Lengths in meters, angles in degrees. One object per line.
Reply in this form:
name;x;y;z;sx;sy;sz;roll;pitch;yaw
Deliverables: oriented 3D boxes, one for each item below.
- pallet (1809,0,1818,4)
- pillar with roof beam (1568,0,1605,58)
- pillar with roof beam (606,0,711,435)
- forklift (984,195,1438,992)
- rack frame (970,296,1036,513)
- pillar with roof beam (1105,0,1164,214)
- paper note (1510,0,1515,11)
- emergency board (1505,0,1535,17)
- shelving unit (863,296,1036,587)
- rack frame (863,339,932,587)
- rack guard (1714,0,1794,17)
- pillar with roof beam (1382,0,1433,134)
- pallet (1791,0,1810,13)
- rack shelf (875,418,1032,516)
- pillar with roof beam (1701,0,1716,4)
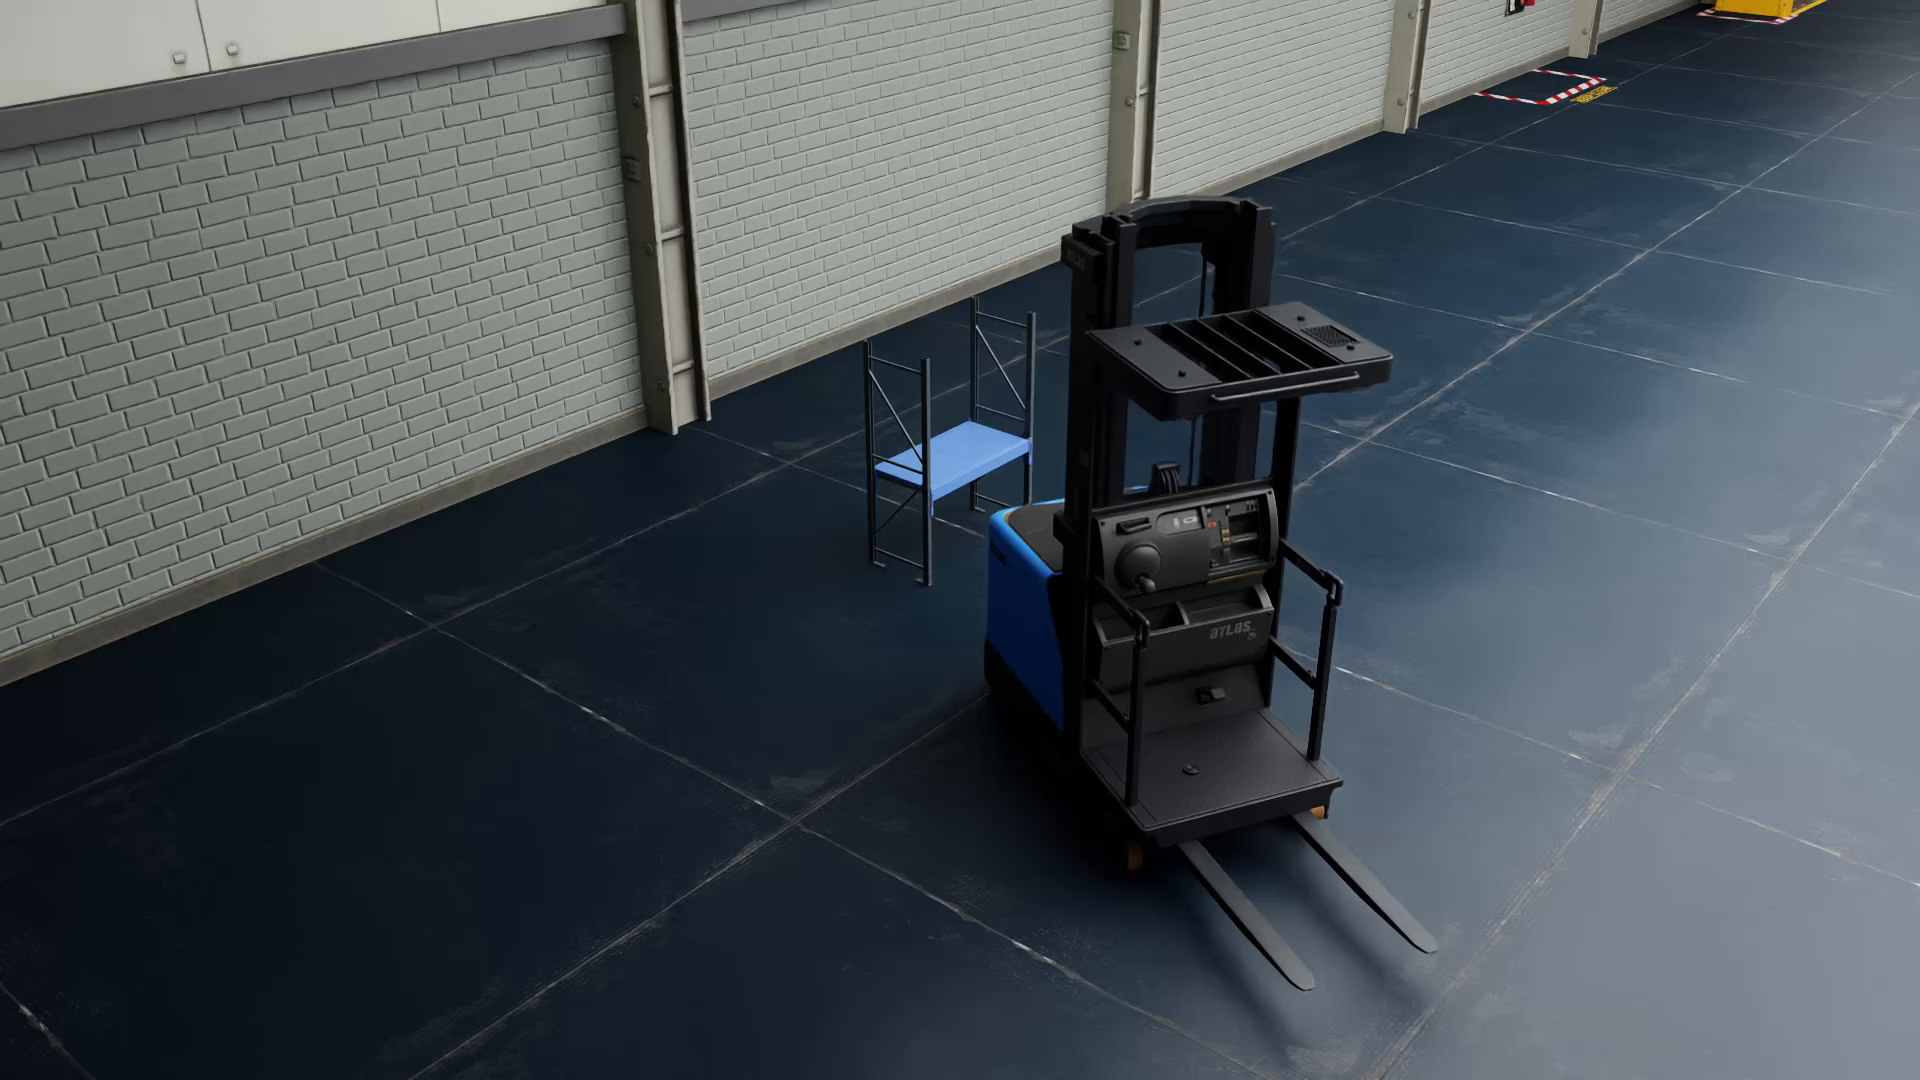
pallet;14.724;-9.733;29.465;1.003;0.211;1.213;21;34;34
pillar with roof beam;12.638;-10.016;20.449;9.100;9.000;0.400;21;34;34
pillar with roof beam;1.189;-3.634;8.113;9.100;9.000;0.400;21;34;34
forklift;1.153;0.044;7.608;1.130;2.935;3.031;-10;29;-19
rack frame;0.269;-0.816;10.827;0.500;1.500;0.032;21;34;34
pillar with roof beam;5.005;-5.761;12.225;9.100;9.000;0.400;21;34;34
paper note;7.549;-7.311;22.708;0.016;0.148;0.142;21;34;34
emergency board;7.715;-7.744;22.588;0.194;1.169;0.643;21;34;34
shelving unit;-0.054;-0.636;10.479;0.538;1.500;1.048;21;34;34
rack frame;-0.378;-0.456;10.130;0.500;1.500;0.032;21;34;34
rack guard;13.403;-9.152;28.030;1.175;0.500;0.348;21;34;34
pillar with roof beam;8.822;-7.889;16.337;9.100;9.000;0.400;21;34;34
pallet;13.947;-9.302;28.633;1.003;0.211;1.213;21;34;34
rack shelf;-0.054;-0.476;10.561;0.538;0.185;1.000;21;34;34
pillar with roof beam;16.455;-12.143;24.561;9.100;9.000;0.400;21;34;34
